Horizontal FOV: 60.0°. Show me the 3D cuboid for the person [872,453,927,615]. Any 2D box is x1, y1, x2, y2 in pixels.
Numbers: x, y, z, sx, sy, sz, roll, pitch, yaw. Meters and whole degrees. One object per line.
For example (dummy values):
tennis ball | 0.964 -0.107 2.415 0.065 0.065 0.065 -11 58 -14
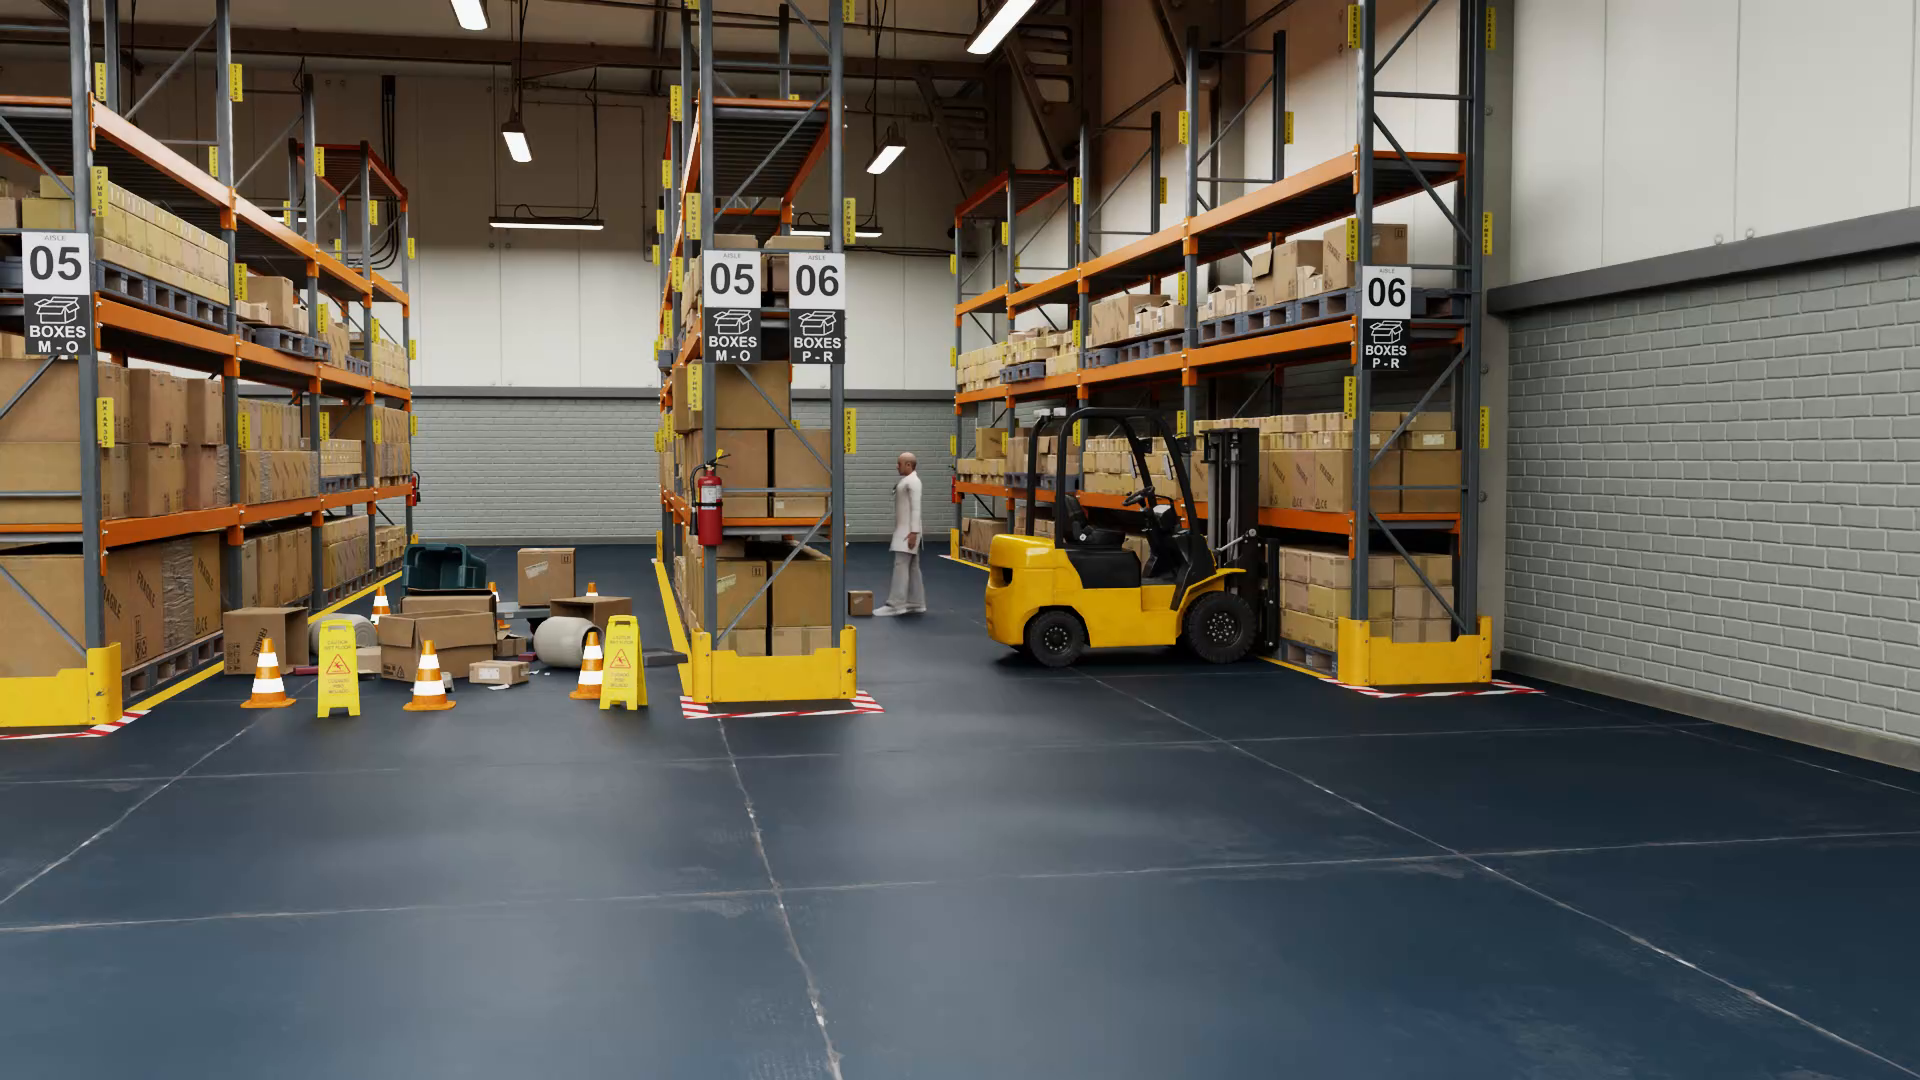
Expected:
person | -0.675 -0.090 18.469 0.611 1.758 0.635 0 3 -4
